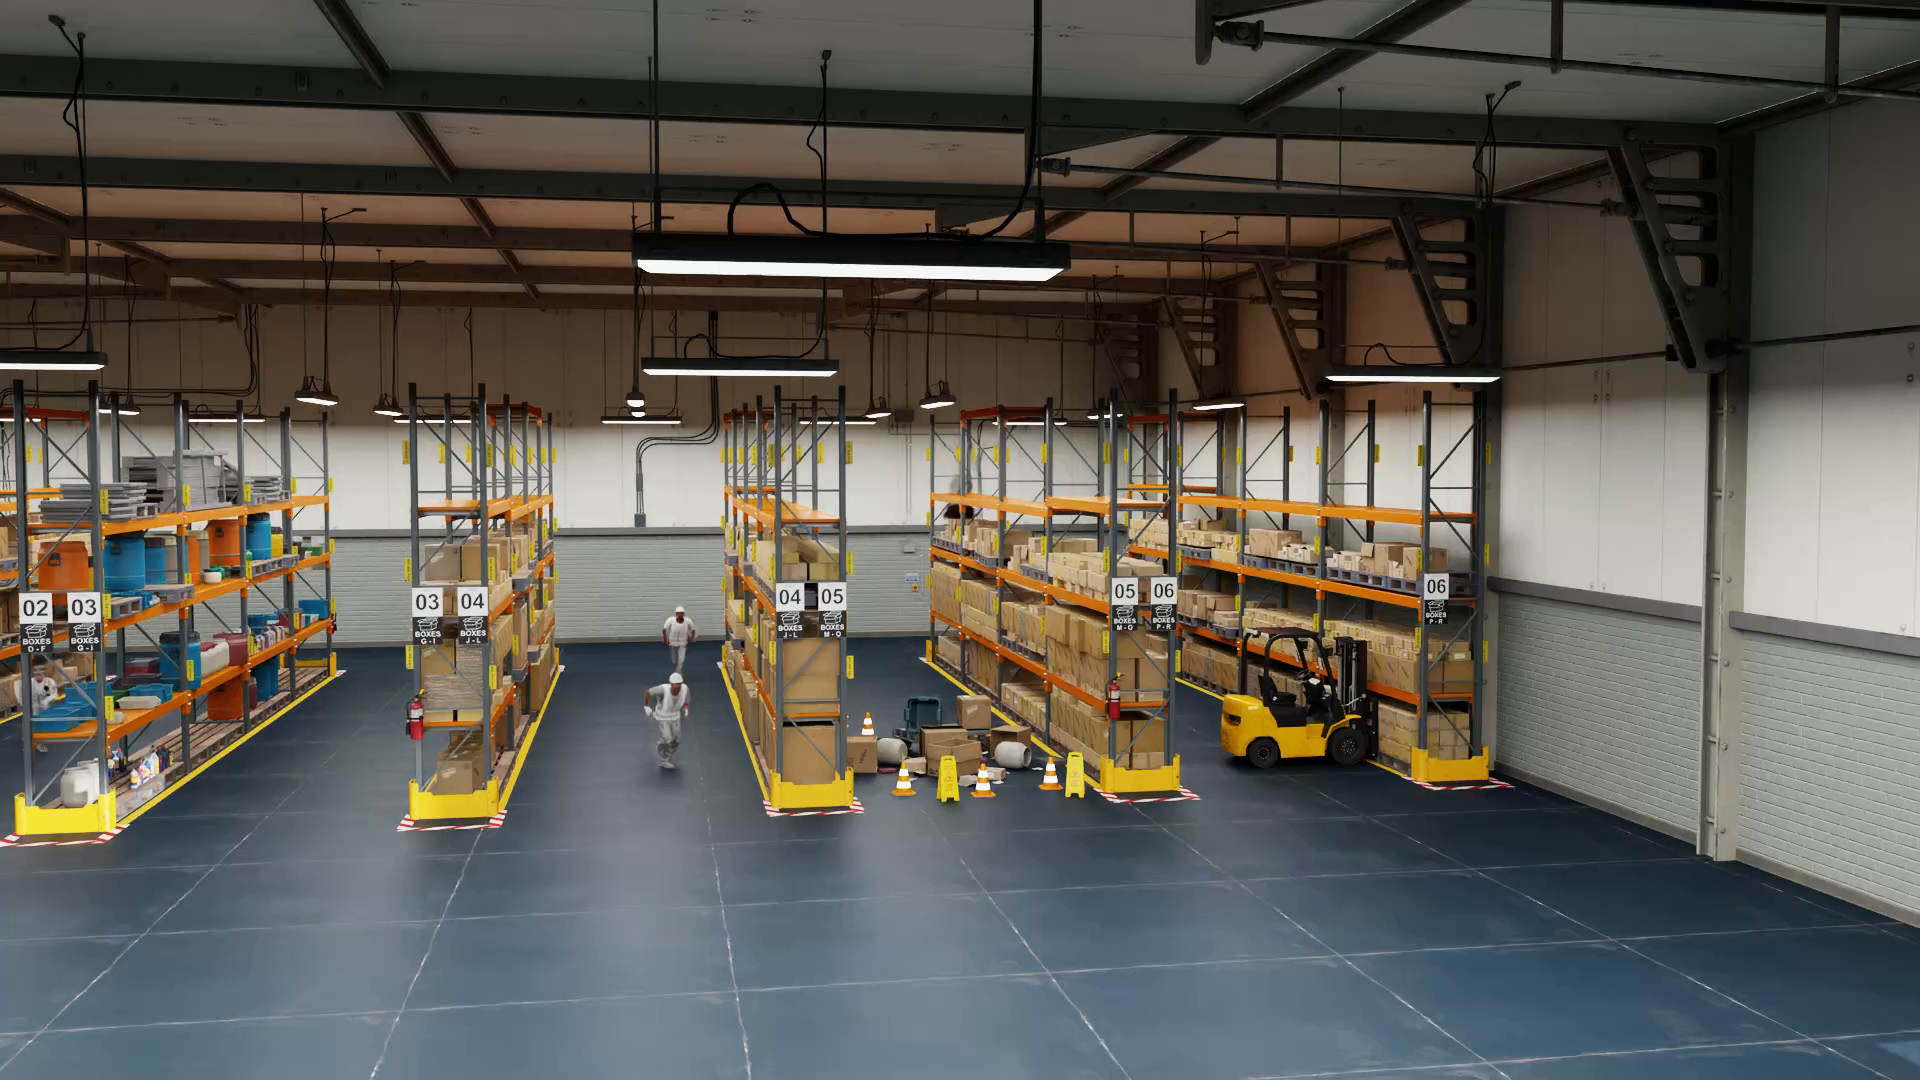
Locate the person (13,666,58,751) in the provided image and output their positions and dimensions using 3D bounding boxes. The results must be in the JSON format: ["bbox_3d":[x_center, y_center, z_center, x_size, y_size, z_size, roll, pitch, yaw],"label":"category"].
[{"bbox_3d":[-15.510,2.841,27.919,0.644,1.496,0.812,-2,3,-31],"label":"person"}]

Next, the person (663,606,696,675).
[{"bbox_3d":[-6.179,2.312,36.592,0.715,1.740,0.850,0,3,-6],"label":"person"}]

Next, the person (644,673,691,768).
[{"bbox_3d":[-4.631,2.872,26.373,0.713,1.588,0.822,-2,3,-33],"label":"person"}]
